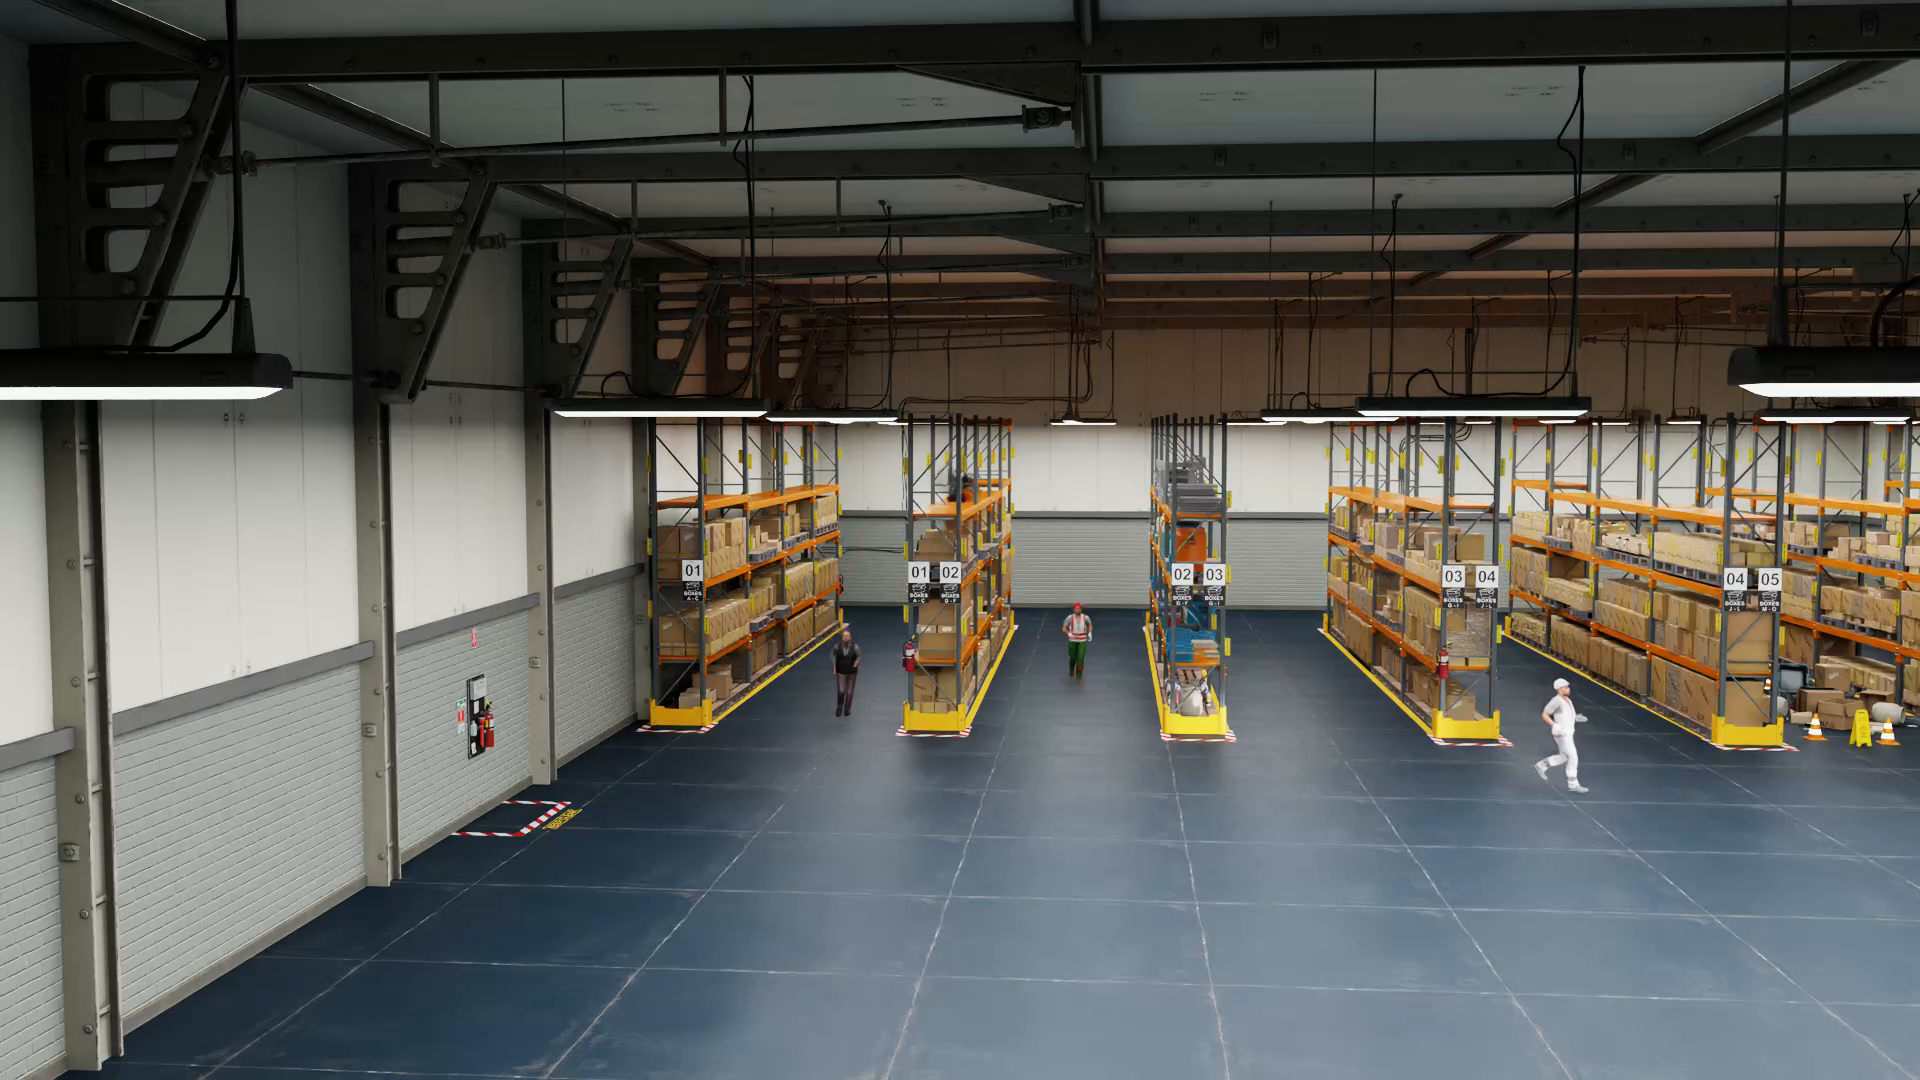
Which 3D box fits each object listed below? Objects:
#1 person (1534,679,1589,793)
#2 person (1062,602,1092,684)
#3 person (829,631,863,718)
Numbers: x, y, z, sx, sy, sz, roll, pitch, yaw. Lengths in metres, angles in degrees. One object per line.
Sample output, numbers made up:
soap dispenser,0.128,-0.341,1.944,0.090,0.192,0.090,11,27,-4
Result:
person,9.497,3.070,26.261,0.914,1.765,0.670,3,5,40
person,2.644,2.289,37.377,0.686,1.792,0.839,0,4,-2
person,-2.231,2.653,32.788,0.661,1.708,0.677,-1,4,-8
